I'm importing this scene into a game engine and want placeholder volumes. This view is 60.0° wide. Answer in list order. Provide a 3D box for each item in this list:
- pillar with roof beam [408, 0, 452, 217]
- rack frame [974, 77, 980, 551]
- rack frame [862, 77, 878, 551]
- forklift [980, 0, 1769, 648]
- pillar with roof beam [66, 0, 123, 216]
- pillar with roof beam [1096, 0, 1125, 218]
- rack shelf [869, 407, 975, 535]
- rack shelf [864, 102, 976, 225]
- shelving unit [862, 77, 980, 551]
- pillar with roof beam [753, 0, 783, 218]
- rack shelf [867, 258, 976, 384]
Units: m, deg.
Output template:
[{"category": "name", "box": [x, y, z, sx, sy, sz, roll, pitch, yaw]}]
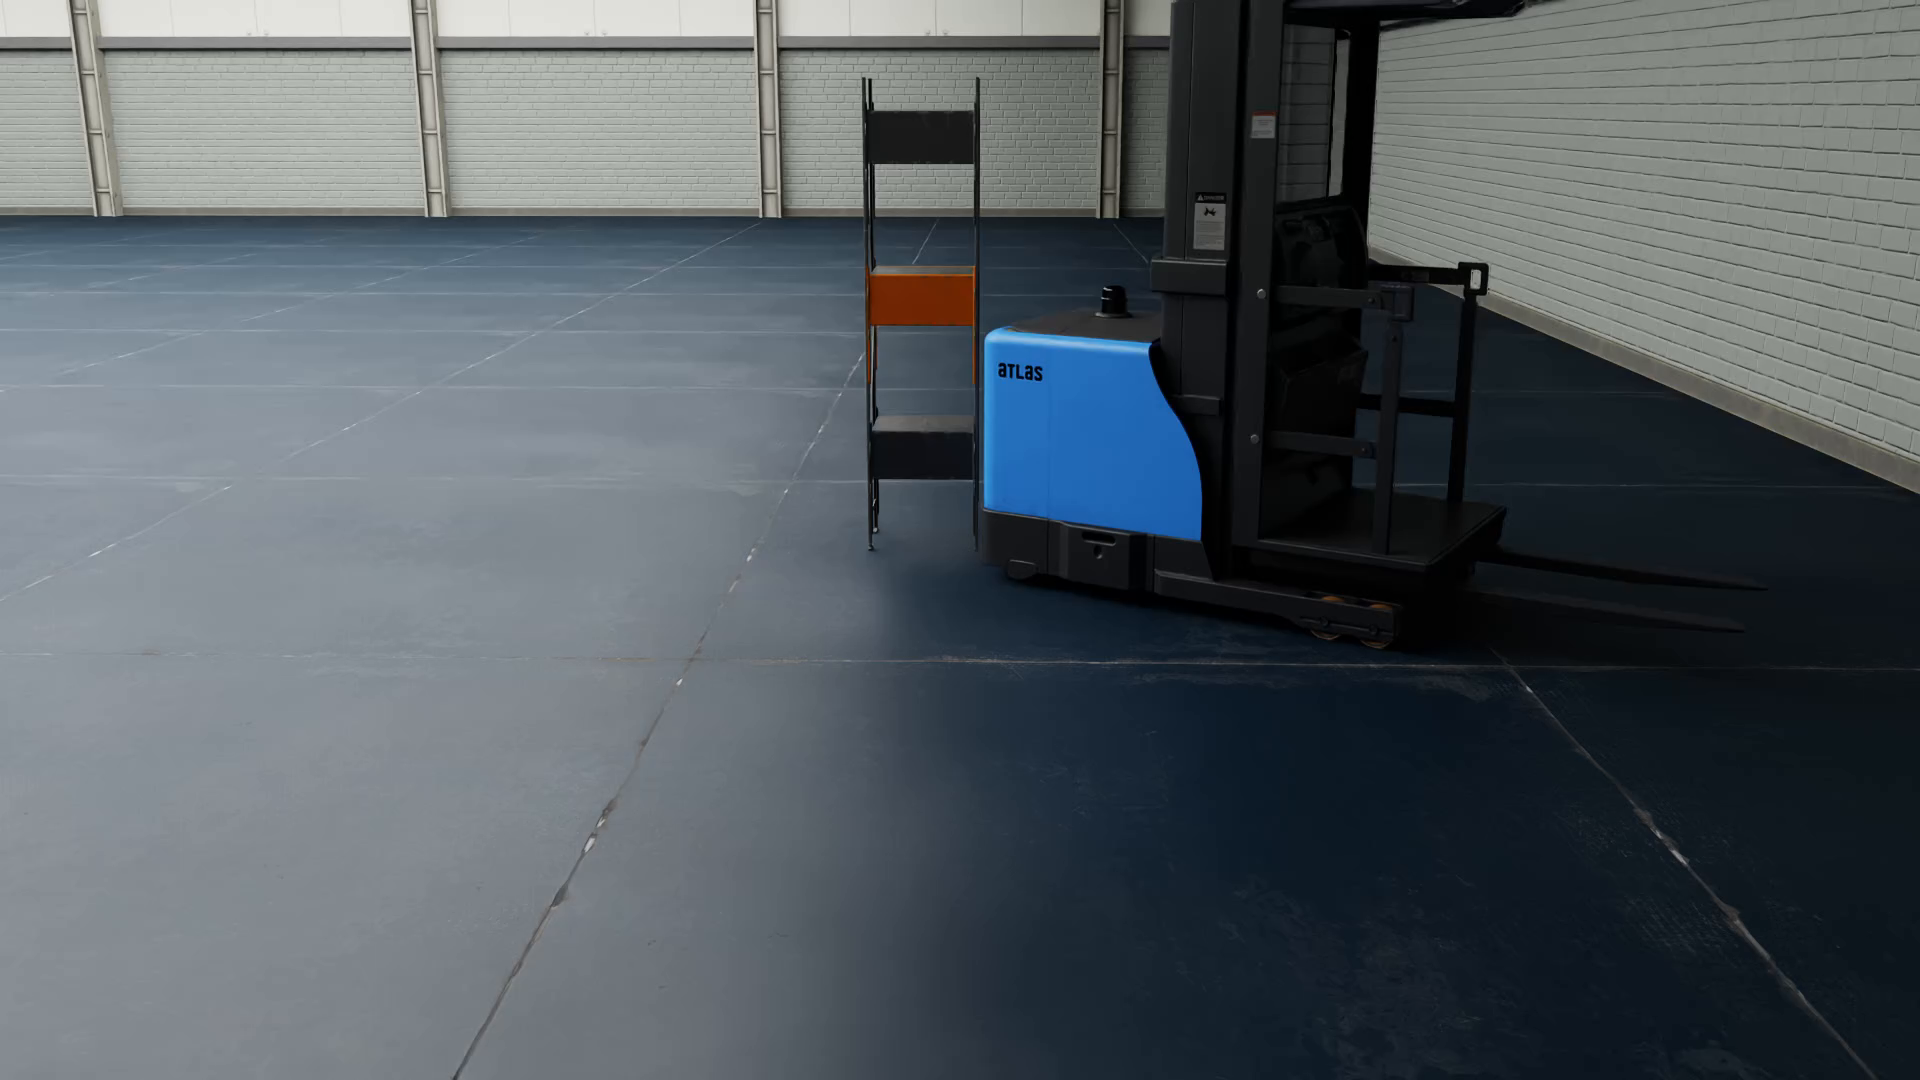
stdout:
[{"category": "pillar with roof beam", "box": [-9.479, -9.070, 24.580, 0.400, 9.000, 9.100, 0, 15, 1]}, {"category": "rack frame", "box": [0.078, -1.015, 7.570, 0.015, 2.100, 0.400, 0, 15, 1]}, {"category": "rack frame", "box": [-0.409, -1.018, 7.582, 0.015, 2.100, 0.400, 0, 15, 1]}, {"category": "forklift", "box": [1.611, -1.162, 6.497, 3.031, 2.935, 1.130, 9, 17, 31]}, {"category": "pillar with roof beam", "box": [-15.477, -9.110, 24.728, 0.400, 9.000, 9.100, 0, 15, 1]}, {"category": "pillar with roof beam", "box": [2.517, -8.992, 24.283, 0.400, 9.000, 9.100, 0, 15, 1]}, {"category": "rack shelf", "box": [-0.165, -0.326, 7.758, 0.480, 0.518, 0.431, 0, 15, 1]}, {"category": "rack shelf", "box": [-0.165, -1.680, 7.401, 0.480, 0.518, 0.431, 0, 15, 1]}, {"category": "shelving unit", "box": [-0.165, -1.016, 7.576, 0.503, 2.100, 0.431, 0, 15, 1]}, {"category": "pillar with roof beam", "box": [-3.481, -9.031, 24.432, 0.400, 9.000, 9.100, 0, 15, 1]}, {"category": "rack shelf", "box": [-0.165, -1.003, 7.580, 0.480, 0.518, 0.431, 0, 15, 1]}]
